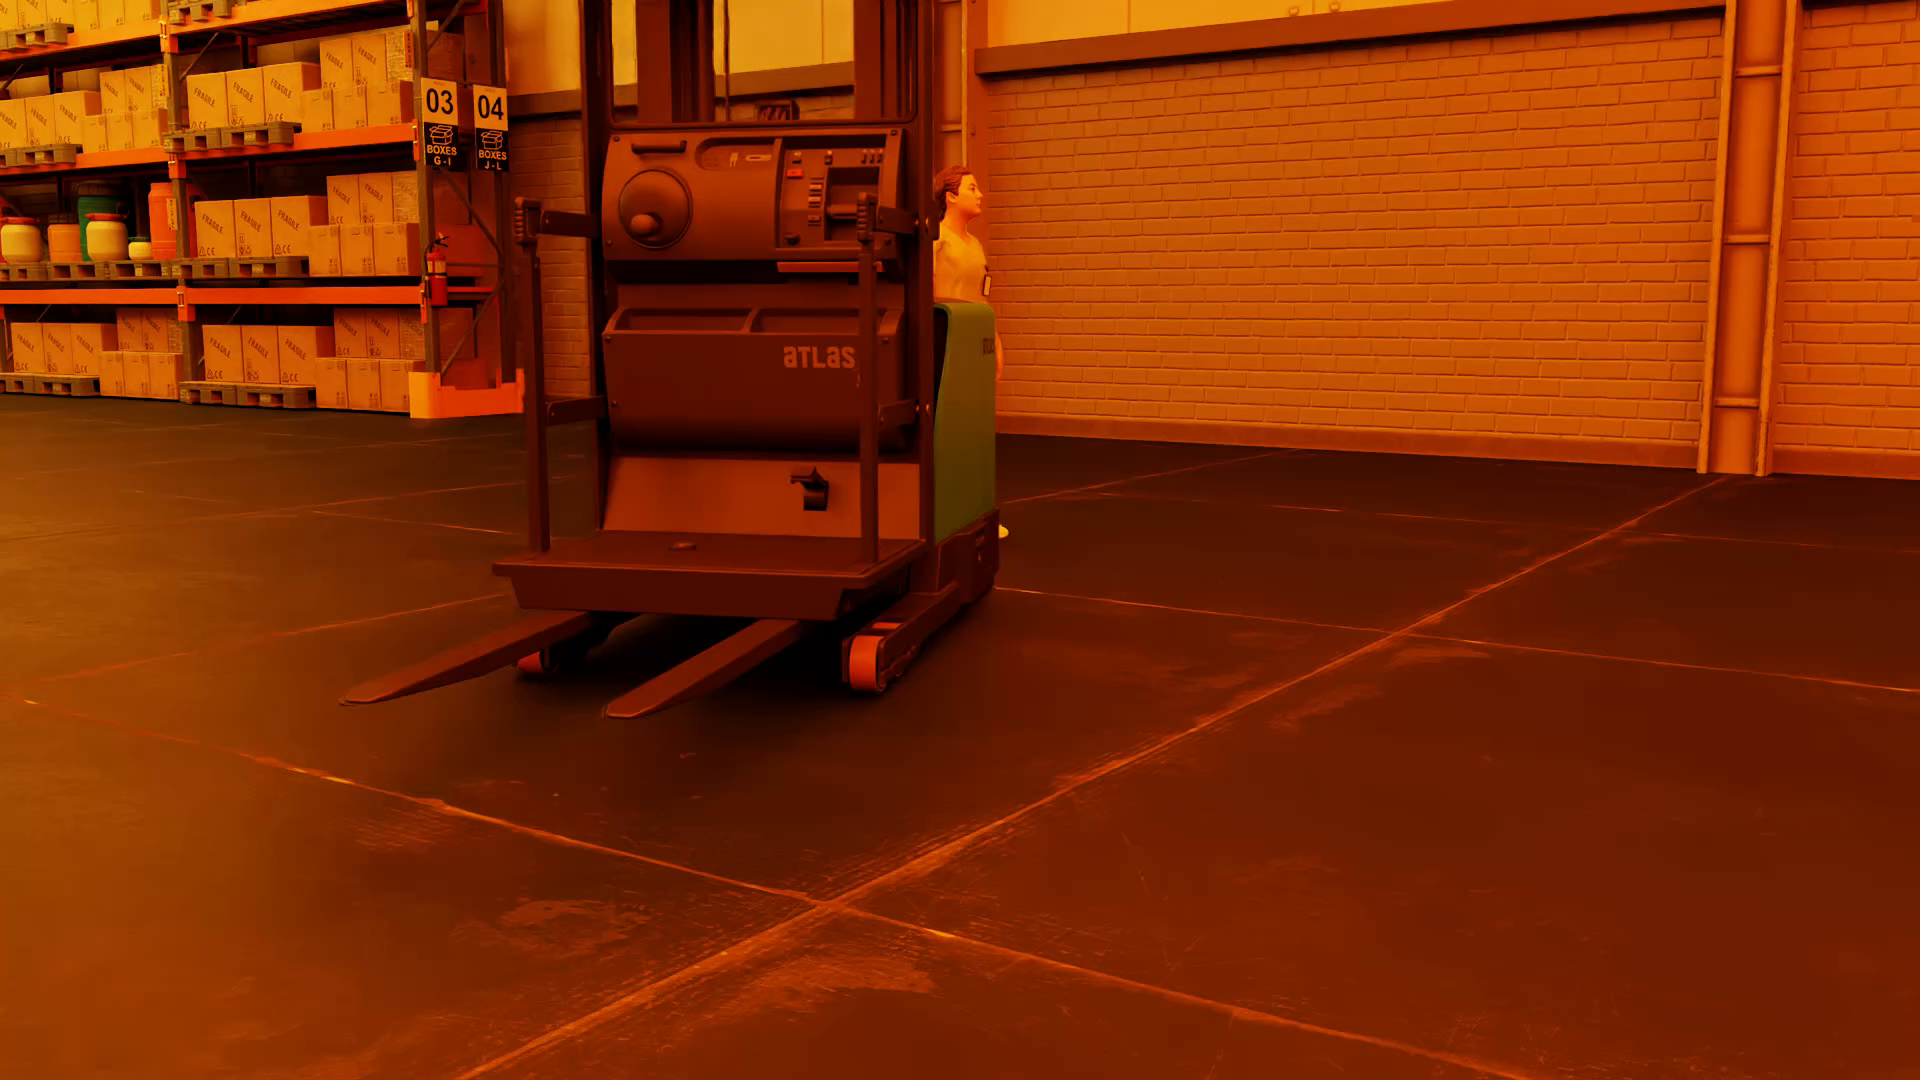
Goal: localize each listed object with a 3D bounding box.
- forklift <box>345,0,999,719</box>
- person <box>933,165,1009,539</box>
[{"bbox_3d":[-0.675,-1.083,4.806,1.130,2.935,3.031,2,8,12],"label":"forklift"},{"bbox_3d":[0.054,-0.830,7.432,0.548,1.673,0.549,5,10,34],"label":"person"}]
